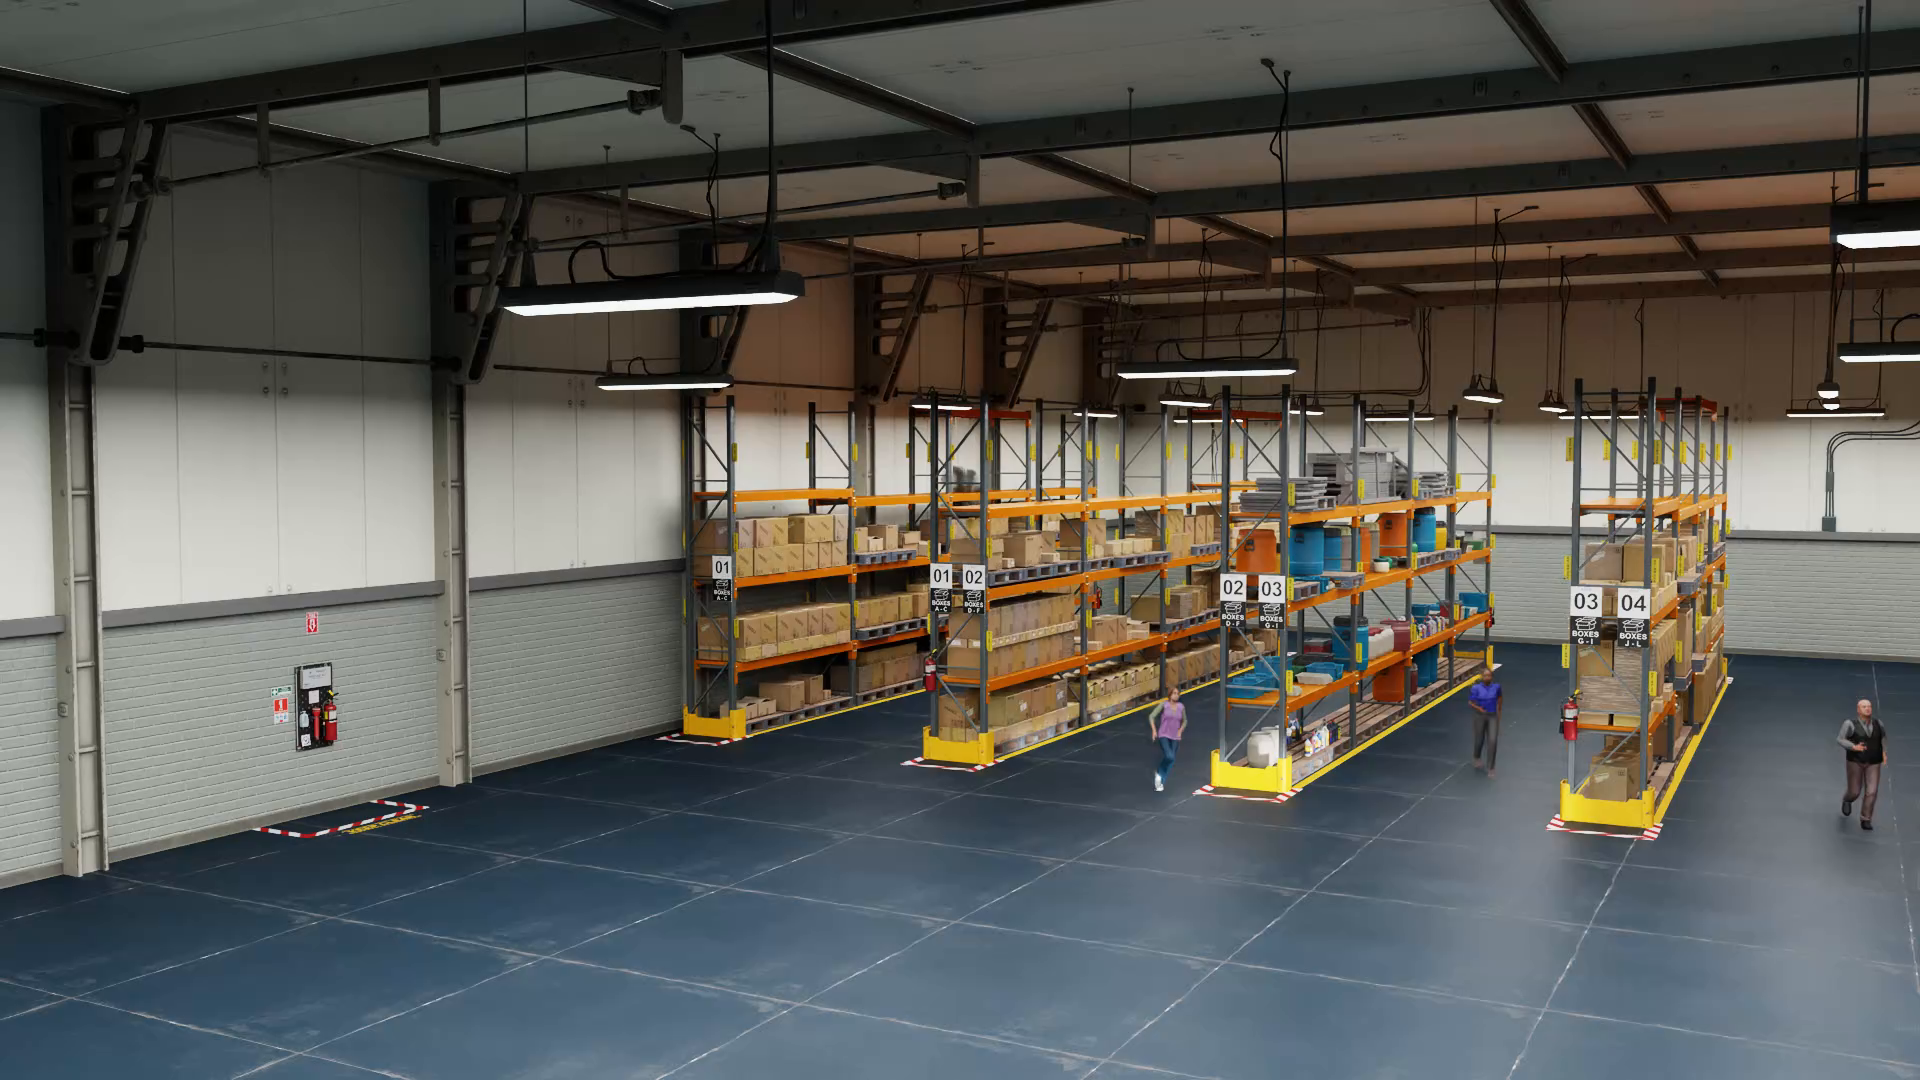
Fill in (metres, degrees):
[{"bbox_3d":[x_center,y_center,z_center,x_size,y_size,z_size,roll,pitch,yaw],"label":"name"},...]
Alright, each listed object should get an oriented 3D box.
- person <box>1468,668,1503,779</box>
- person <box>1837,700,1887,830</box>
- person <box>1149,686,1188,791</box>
[{"bbox_3d":[8.177,2.817,25.878,0.533,1.686,0.881,1,3,12],"label":"person"},{"bbox_3d":[12.070,3.068,22.245,0.665,1.511,0.775,1,3,11],"label":"person"},{"bbox_3d":[3.117,2.937,24.532,0.535,1.541,0.501,-1,3,-14],"label":"person"}]
